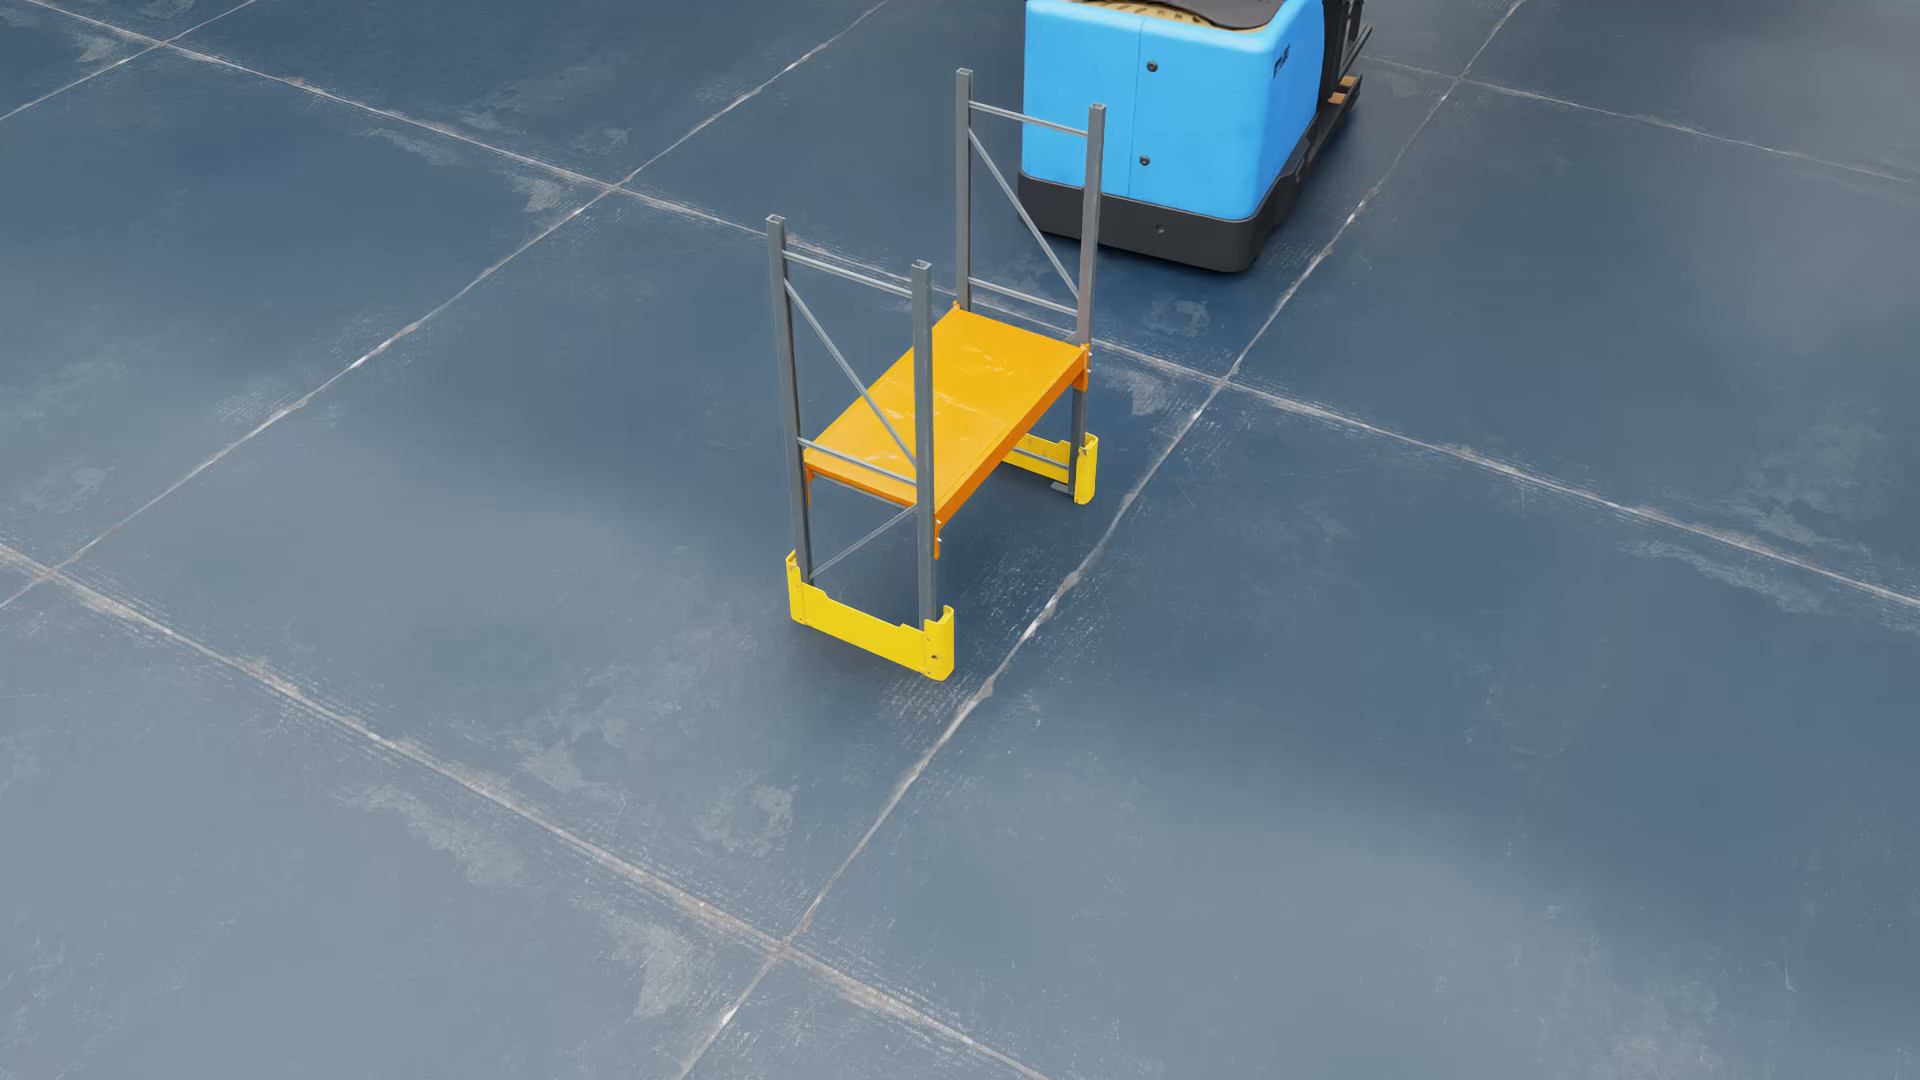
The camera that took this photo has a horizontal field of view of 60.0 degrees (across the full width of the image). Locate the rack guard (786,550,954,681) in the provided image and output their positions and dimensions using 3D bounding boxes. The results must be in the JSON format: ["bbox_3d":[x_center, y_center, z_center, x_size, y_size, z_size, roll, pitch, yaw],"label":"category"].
[{"bbox_3d":[-0.287,0.235,5.294,0.587,0.250,0.087,21,45,22],"label":"rack guard"}]

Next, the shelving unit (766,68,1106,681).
[{"bbox_3d":[-0.038,-0.519,5.205,0.587,1.500,1.083,21,45,22],"label":"shelving unit"}]

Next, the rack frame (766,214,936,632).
[{"bbox_3d":[-0.297,-0.223,4.869,0.500,1.500,0.032,21,45,22],"label":"rack frame"}]

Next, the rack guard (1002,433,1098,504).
[{"bbox_3d":[0.211,-0.335,5.941,0.587,0.250,0.087,21,45,22],"label":"rack guard"}]

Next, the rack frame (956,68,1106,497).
[{"bbox_3d":[0.212,-0.805,5.529,0.500,1.500,0.032,21,45,22],"label":"rack frame"}]

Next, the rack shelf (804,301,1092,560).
[{"bbox_3d":[-0.043,-0.379,5.318,0.538,0.185,1.000,21,45,22],"label":"rack shelf"}]

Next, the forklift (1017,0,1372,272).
[{"bbox_3d":[1.310,-3.189,7.154,1.130,2.935,3.031,16,44,18],"label":"forklift"}]
